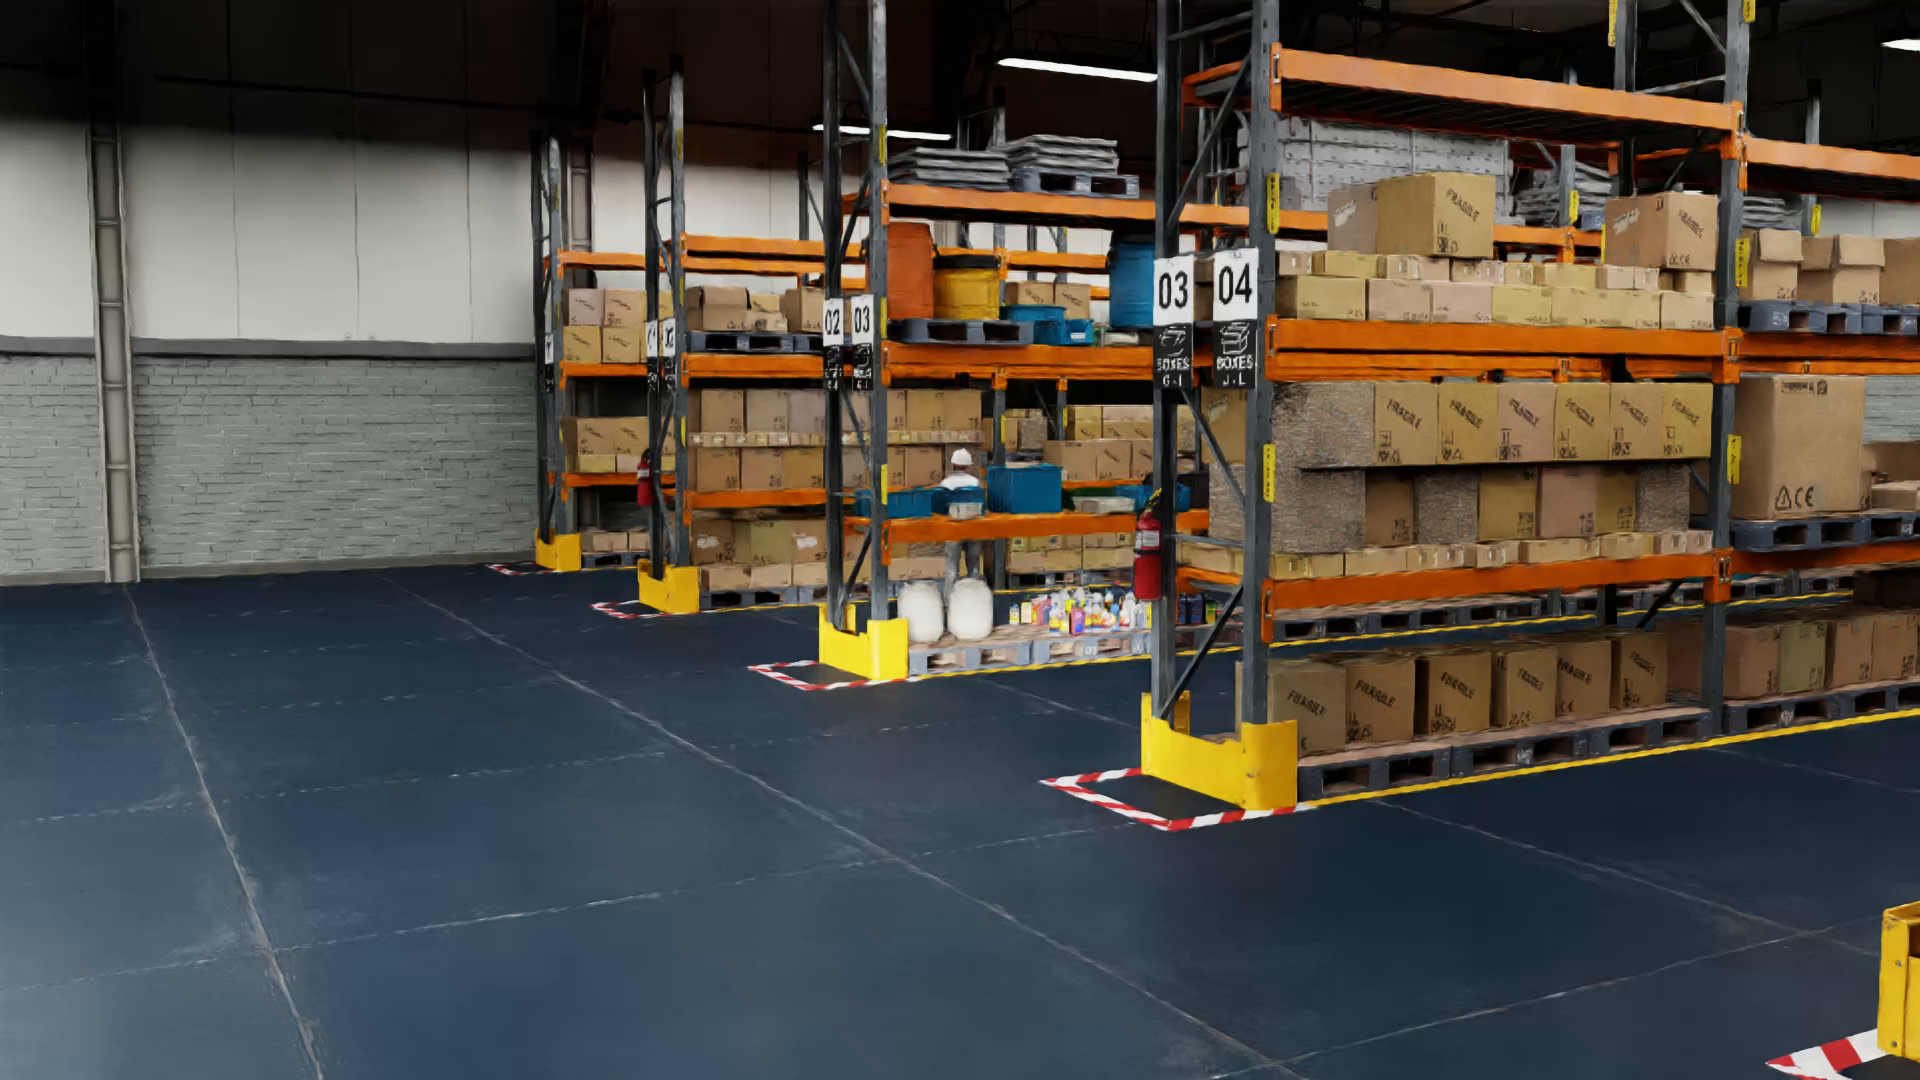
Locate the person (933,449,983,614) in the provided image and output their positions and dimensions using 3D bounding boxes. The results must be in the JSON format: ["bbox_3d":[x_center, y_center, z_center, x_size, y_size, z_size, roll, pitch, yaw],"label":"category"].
[{"bbox_3d":[-0.022,-0.095,17.990,0.574,1.779,0.525,-1,5,-13],"label":"person"}]
